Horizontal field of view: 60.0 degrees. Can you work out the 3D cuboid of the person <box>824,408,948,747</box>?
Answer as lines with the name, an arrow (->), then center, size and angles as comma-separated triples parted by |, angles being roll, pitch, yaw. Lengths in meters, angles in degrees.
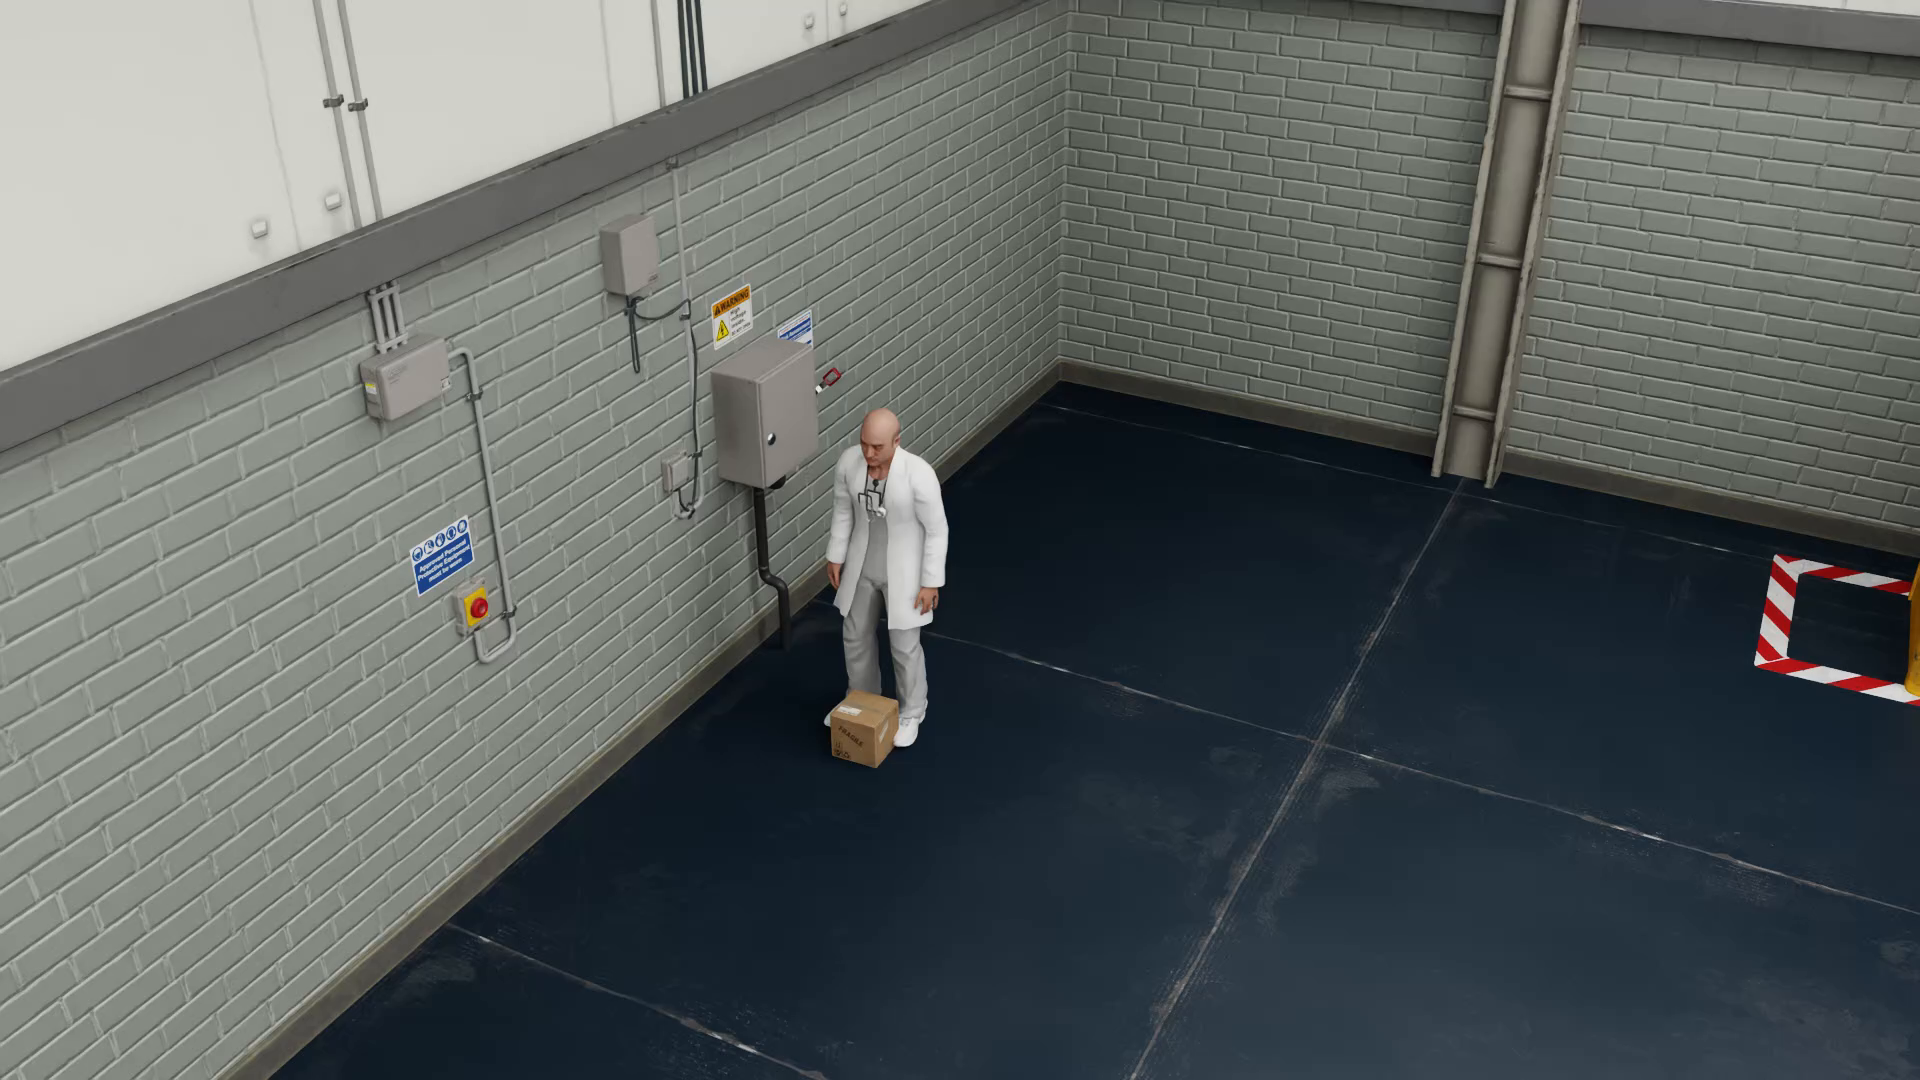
person -> -0.360, 0.157, 8.036 | 0.643, 1.774, 0.420 | 14, 33, 23
